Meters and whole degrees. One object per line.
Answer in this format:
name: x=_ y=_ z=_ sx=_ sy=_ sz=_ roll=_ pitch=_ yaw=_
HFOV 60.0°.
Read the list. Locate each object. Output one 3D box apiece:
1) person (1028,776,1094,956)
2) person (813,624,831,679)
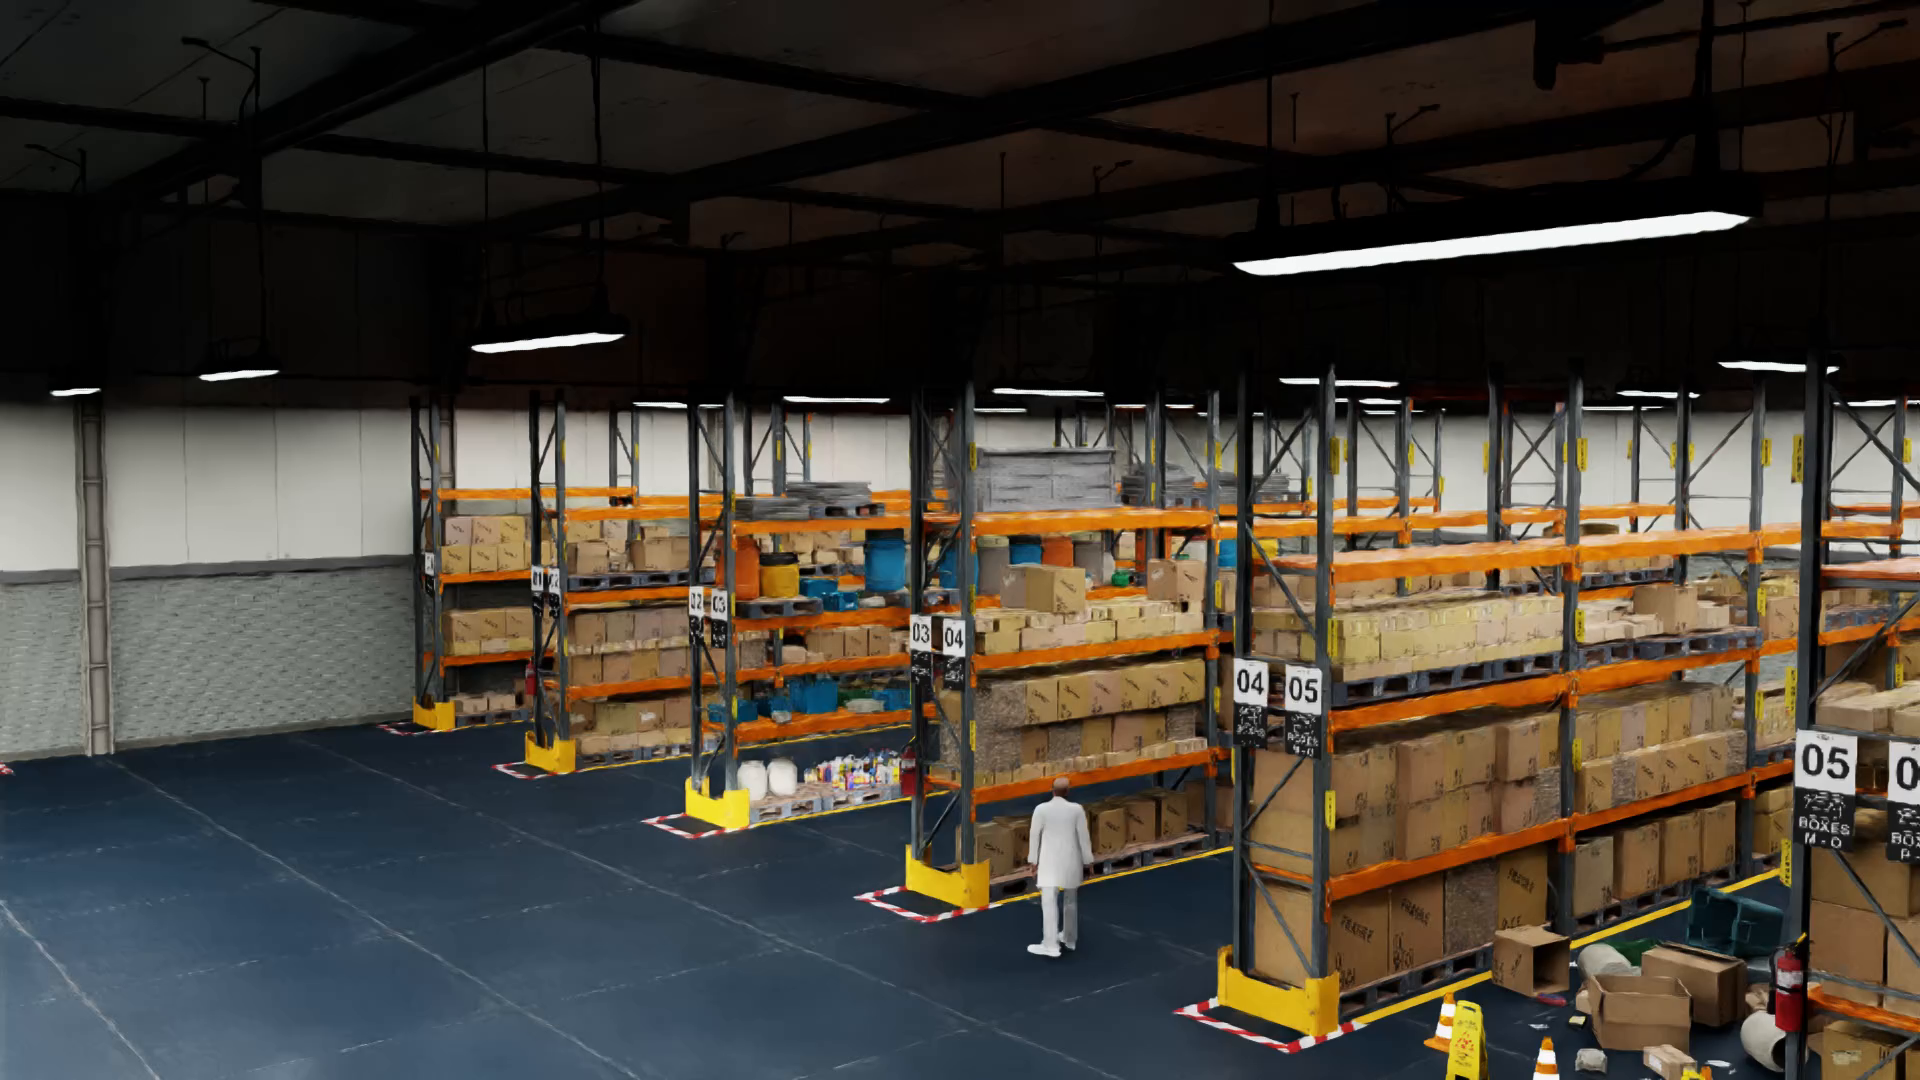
person: x=1.010 y=3.263 z=16.846 sx=0.678 sy=1.773 sz=0.629 roll=-1 pitch=3 yaw=-9
person: x=-2.849 y=2.368 z=33.673 sx=0.490 sy=1.598 sz=0.999 roll=3 pitch=5 yaw=42
